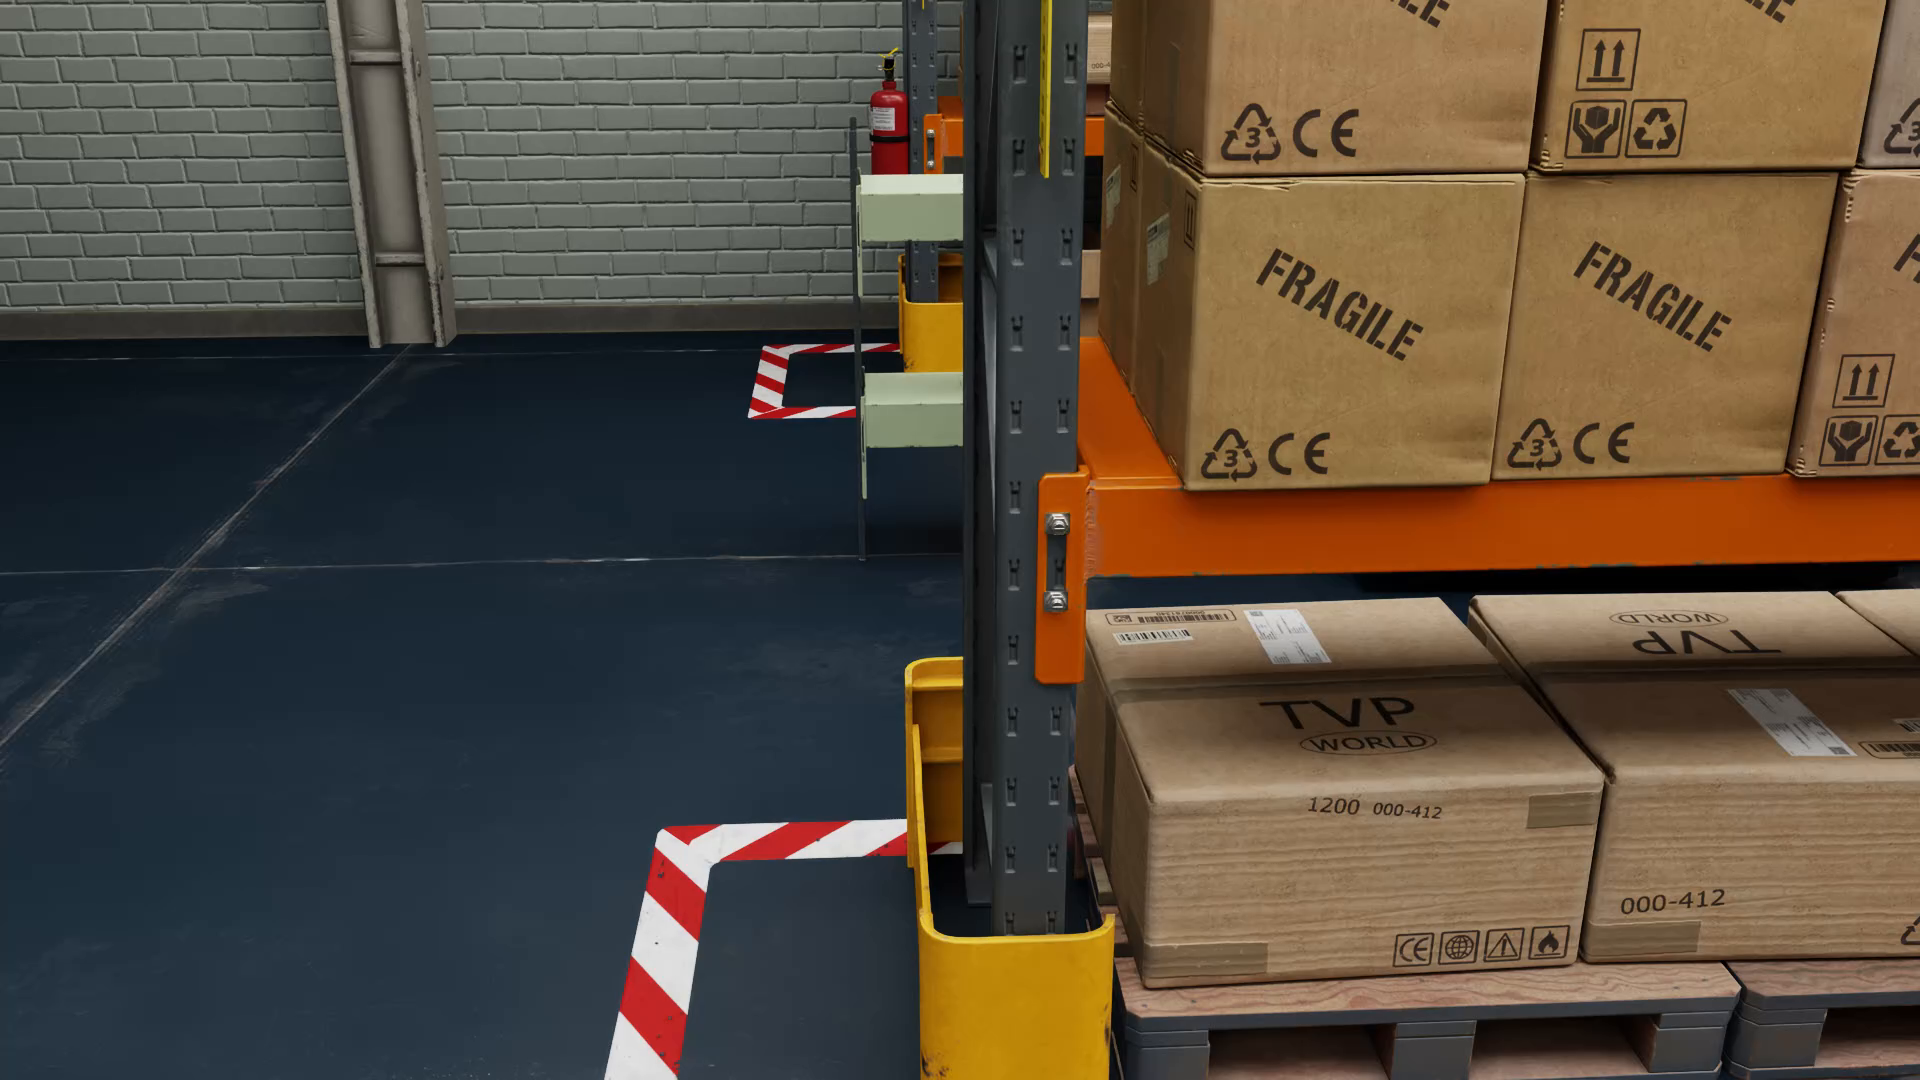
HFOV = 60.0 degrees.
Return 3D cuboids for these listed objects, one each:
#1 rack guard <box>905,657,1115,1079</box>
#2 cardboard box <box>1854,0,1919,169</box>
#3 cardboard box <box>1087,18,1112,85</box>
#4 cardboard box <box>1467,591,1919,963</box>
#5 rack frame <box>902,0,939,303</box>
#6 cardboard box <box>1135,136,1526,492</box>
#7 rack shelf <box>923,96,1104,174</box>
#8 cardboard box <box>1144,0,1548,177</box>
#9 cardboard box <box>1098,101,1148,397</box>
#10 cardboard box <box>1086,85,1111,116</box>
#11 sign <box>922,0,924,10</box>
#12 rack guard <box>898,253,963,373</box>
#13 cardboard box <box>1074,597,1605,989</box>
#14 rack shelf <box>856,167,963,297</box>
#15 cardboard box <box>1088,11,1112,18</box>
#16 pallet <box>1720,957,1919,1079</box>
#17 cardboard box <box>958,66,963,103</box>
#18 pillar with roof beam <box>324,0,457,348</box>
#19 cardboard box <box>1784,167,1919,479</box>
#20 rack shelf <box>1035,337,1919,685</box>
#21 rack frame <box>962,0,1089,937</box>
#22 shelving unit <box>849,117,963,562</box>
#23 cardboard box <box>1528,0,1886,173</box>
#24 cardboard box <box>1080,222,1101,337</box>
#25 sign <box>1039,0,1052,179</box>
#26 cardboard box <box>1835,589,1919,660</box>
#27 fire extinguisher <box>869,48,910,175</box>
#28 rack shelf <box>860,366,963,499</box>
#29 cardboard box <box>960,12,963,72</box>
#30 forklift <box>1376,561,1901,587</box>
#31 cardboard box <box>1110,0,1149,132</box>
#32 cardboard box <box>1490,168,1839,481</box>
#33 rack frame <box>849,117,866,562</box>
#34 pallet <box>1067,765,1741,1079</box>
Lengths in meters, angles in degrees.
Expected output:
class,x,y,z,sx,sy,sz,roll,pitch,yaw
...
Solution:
class,x,y,z,sx,sy,sz,roll,pitch,yaw
rack guard,0.073,0.721,3.524,0.348,0.500,1.175,-1,21,-3
cardboard box,1.622,-0.896,2.714,0.500,0.500,0.500,-1,21,-3
cardboard box,0.782,-2.203,7.486,0.500,0.250,0.500,-1,21,-2
cardboard box,1.664,0.483,3.647,0.875,0.438,0.875,-1,21,-2
rack frame,-0.190,-2.211,7.712,0.127,3.000,1.000,-1,21,-3
cardboard box,0.593,-0.402,2.821,0.500,0.500,0.500,-1,21,-3
rack shelf,1.807,-1.915,7.947,4.000,0.370,1.077,-1,21,-3
cardboard box,0.593,-0.870,2.645,0.500,0.500,0.500,-2,21,-4
cardboard box,0.564,-0.598,3.336,0.500,0.500,0.500,-1,21,-3
cardboard box,0.666,-2.042,7.621,0.250,0.149,0.380,-1,21,-4
sign,-0.159,-2.423,7.052,0.005,0.325,0.100,-1,21,-3
rack guard,-0.114,-1.044,8.161,0.348,0.500,1.175,-1,21,-3
cardboard box,0.751,0.505,3.590,0.875,0.438,0.875,-2,21,-5
rack shelf,0.007,-1.066,5.716,0.720,0.370,0.431,-1,21,-3
cardboard box,0.769,-2.393,7.984,0.500,0.250,0.500,-1,21,-3
pallet,2.106,0.788,3.755,1.213,0.211,1.003,-1,21,-3
cardboard box,0.126,-2.195,8.025,0.250,0.149,0.380,-1,21,-4
pillar with roof beam,-2.687,-3.751,3.325,0.400,9.000,9.100,-1,21,-3
cardboard box,1.605,-0.426,2.884,0.500,0.500,0.500,-1,21,-3
rack shelf,2.094,-0.152,3.315,4.000,0.370,1.077,-1,21,-3
rack frame,0.097,-0.448,3.081,0.127,3.000,1.000,-1,21,-3
shelving unit,0.007,-0.701,5.854,0.755,1.500,0.431,-1,21,-3
cardboard box,1.108,-0.883,2.679,0.500,0.500,0.500,-2,21,-5
cardboard box,0.426,-1.219,8.025,0.637,0.503,0.797,-2,21,-5
sign,0.123,-0.692,2.394,0.005,0.325,0.100,-1,21,-3
cardboard box,2.564,0.465,3.694,0.875,0.438,0.875,-2,21,-5
fire extinguisher,-0.310,-1.833,7.353,0.183,0.674,0.296,-1,21,-3
rack shelf,0.007,-0.396,5.970,0.720,0.370,0.431,-1,21,-3
cardboard box,0.254,-2.383,7.958,0.500,0.250,0.500,-1,21,-1
forklift,2.818,-1.396,5.669,3.031,2.935,1.130,-1,21,-2
cardboard box,0.565,-1.056,3.133,0.500,0.500,0.500,0,21,-1
cardboard box,1.096,-0.422,2.874,0.500,0.500,0.500,-1,21,-4
rack frame,-0.359,-0.694,5.835,0.023,1.500,0.400,-1,21,-3
pallet,0.891,0.812,3.693,1.213,0.211,1.003,-1,21,-3
